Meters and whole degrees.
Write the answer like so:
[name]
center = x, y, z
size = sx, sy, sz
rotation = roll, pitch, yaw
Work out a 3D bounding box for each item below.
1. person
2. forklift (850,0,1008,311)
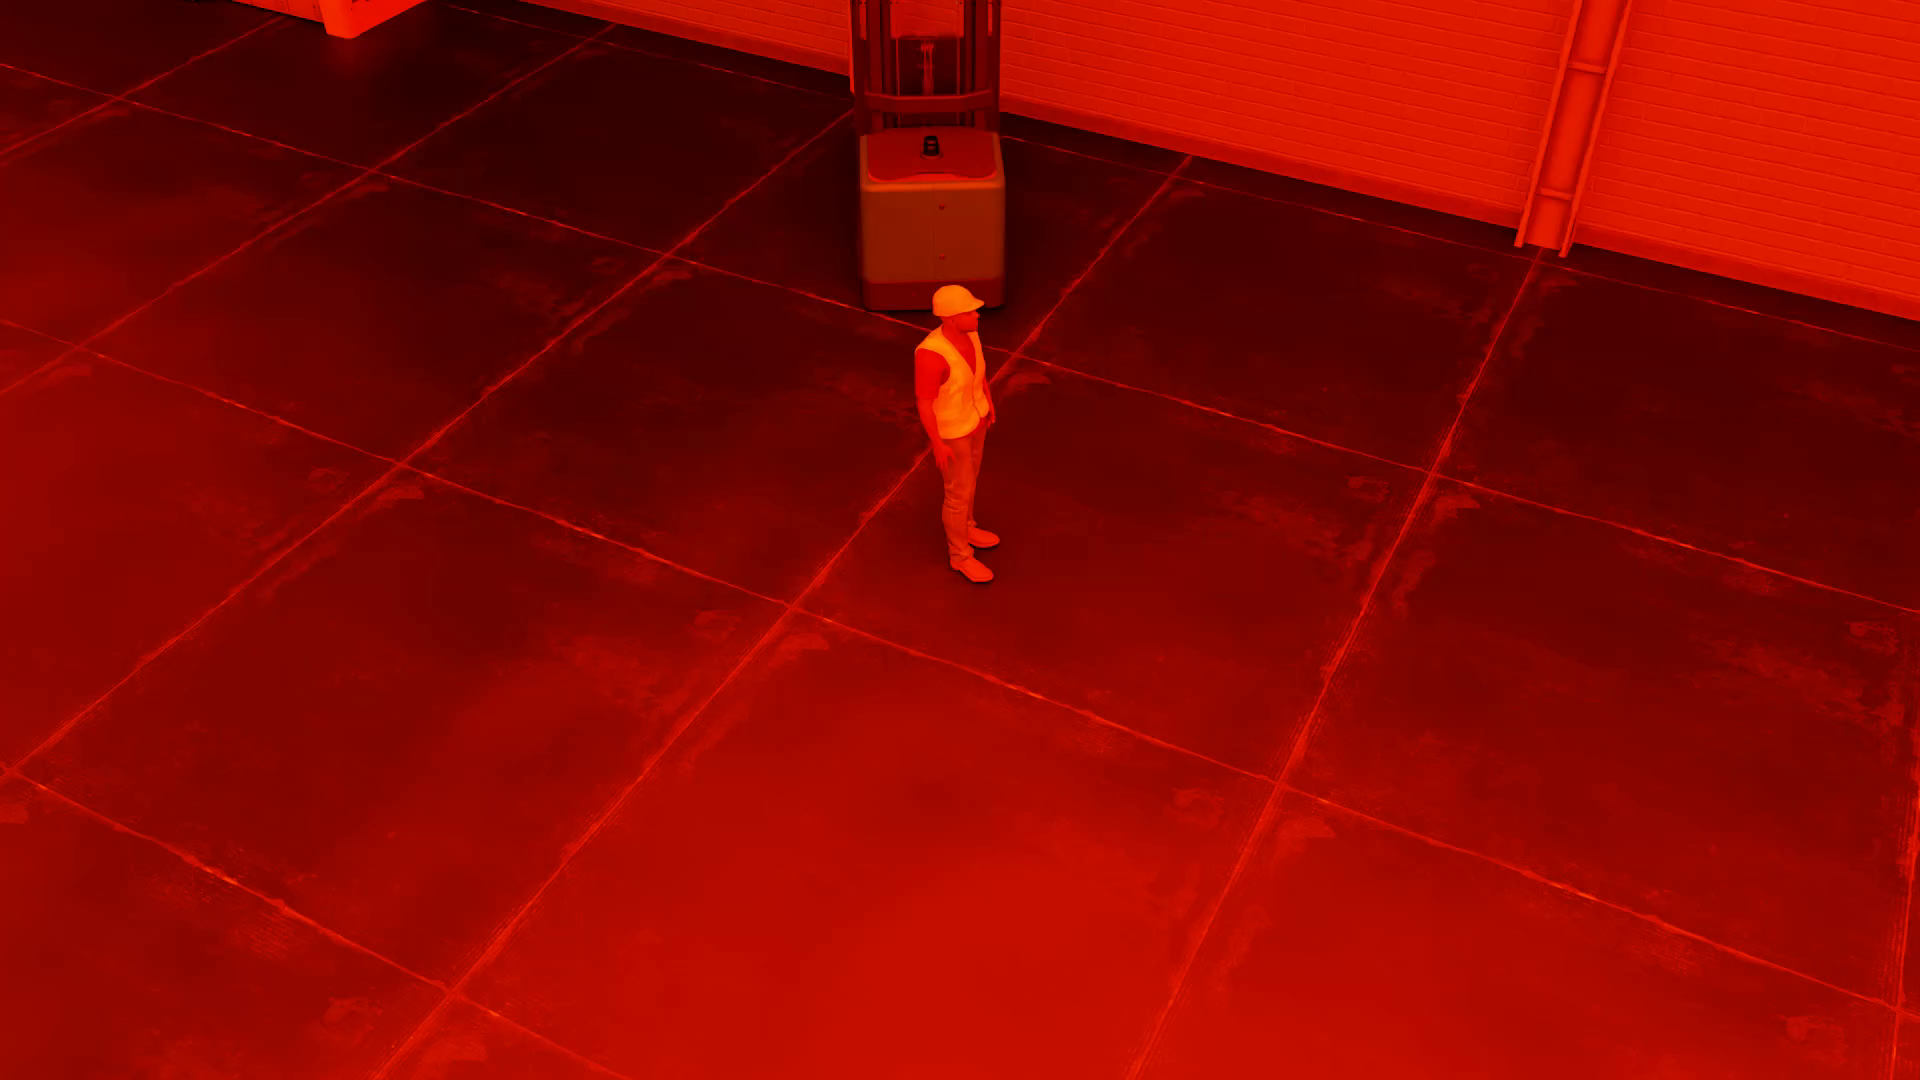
[person]
center = 0.060, -0.657, 9.660
size = 0.575, 1.768, 0.666
rotation = 18, 43, 21
[forklift]
center = -0.261, -3.727, 12.412
size = 1.130, 2.935, 3.031
rotation = -2, 40, -2
